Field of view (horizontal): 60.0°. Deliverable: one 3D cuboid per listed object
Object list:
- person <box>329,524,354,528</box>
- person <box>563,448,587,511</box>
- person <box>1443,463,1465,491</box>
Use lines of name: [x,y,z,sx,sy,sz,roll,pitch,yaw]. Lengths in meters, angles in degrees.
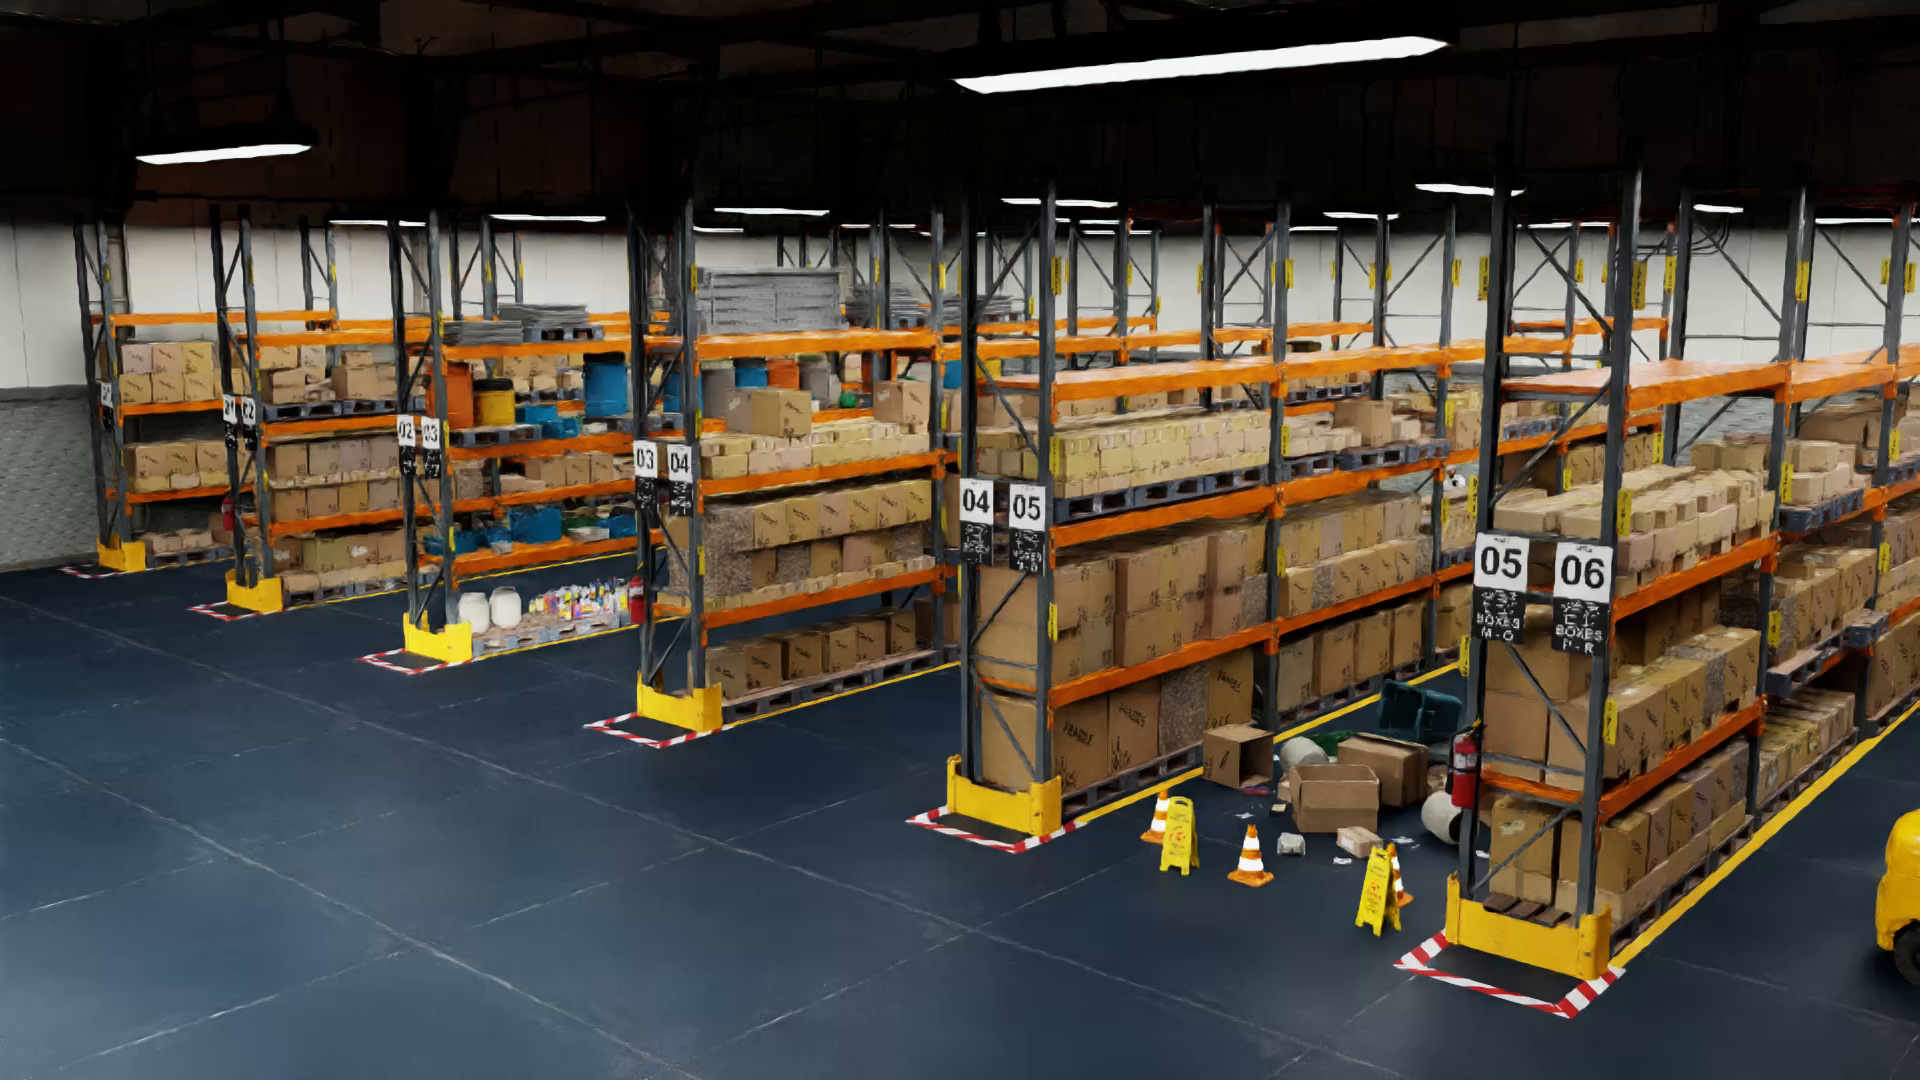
person: [-10.464,-0.310,28.125,0.677,1.671,0.534,8,12,38]
person: [-7.686,-1.189,33.189,0.729,1.733,0.546,8,12,39]
person: [8.948,-0.629,30.164,0.493,1.605,1.000,8,12,39]
